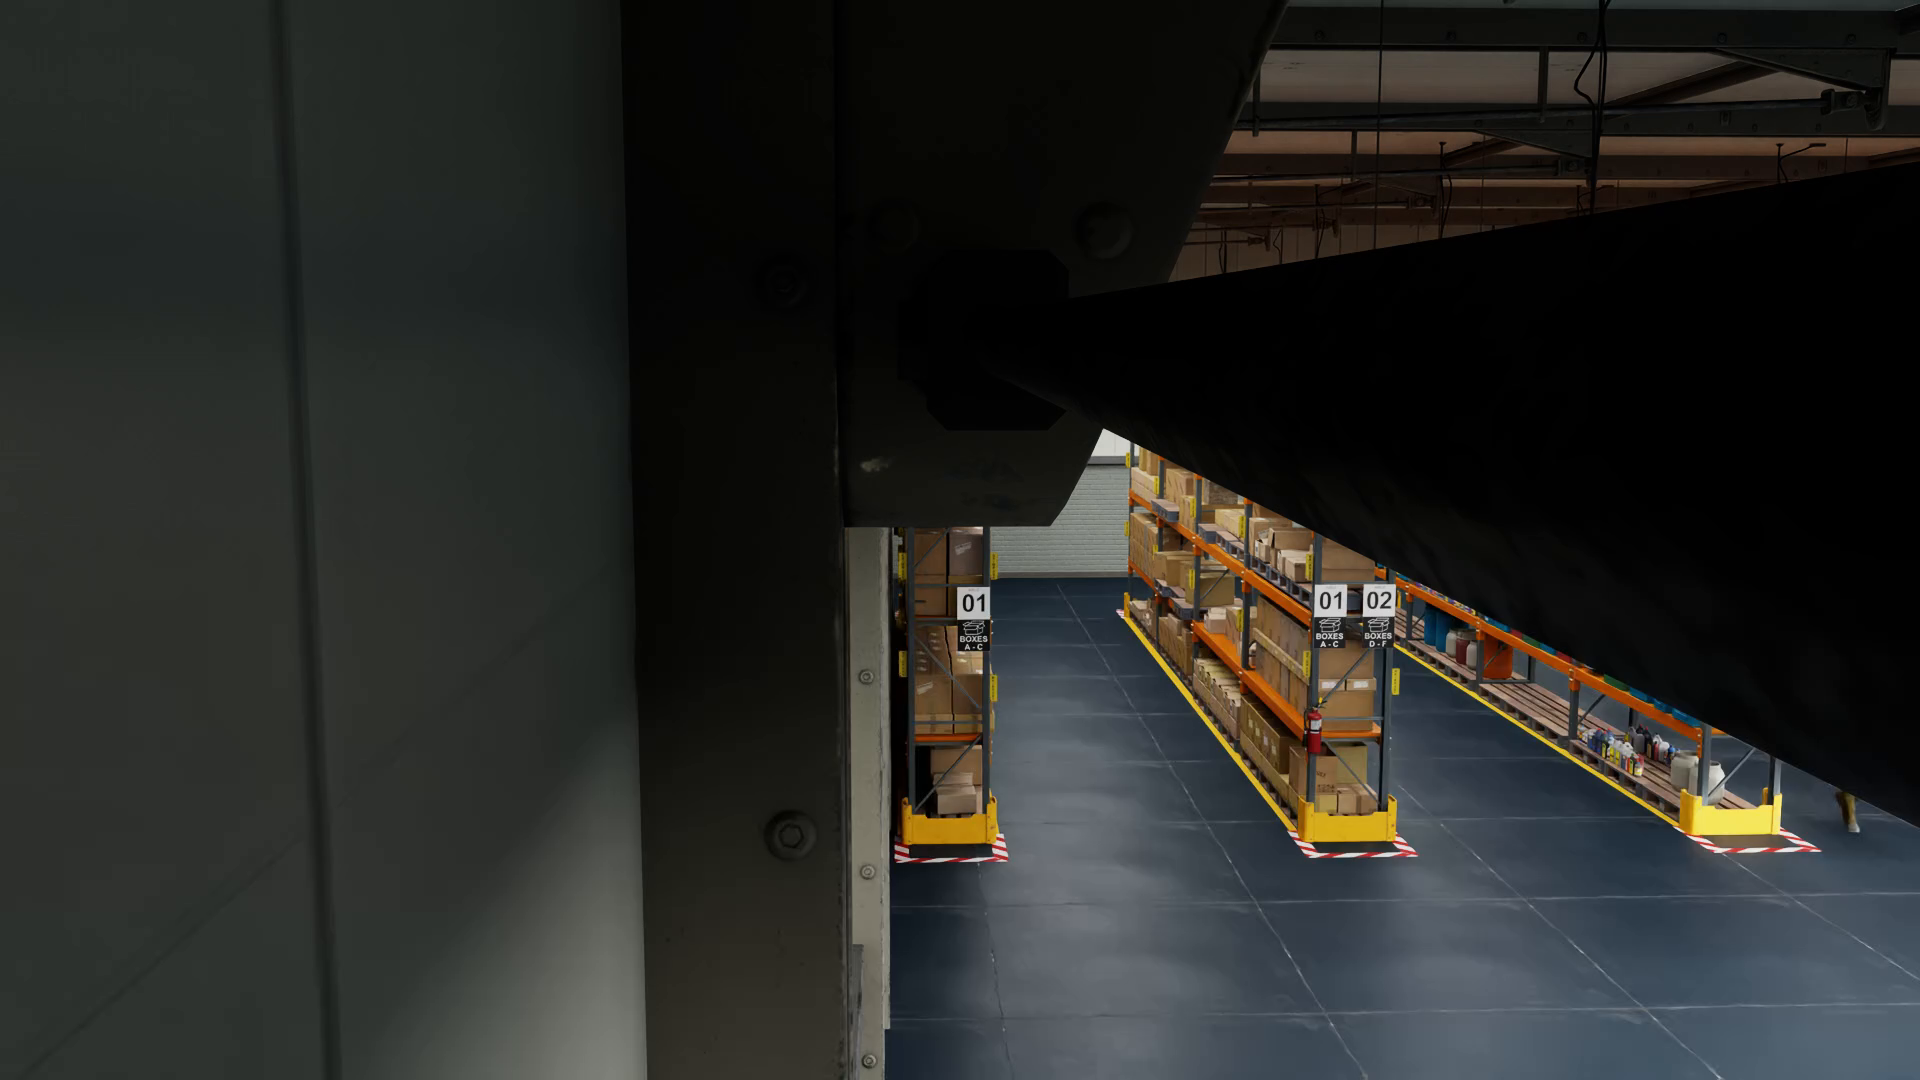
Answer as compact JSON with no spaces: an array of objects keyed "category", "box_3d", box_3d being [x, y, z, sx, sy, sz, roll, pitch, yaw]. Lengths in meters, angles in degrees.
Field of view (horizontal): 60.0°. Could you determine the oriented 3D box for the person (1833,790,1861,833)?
[{"category":"person","box_3d":[11.252,2.801,21.127,0.619,1.695,0.849,1,7,8]}]
